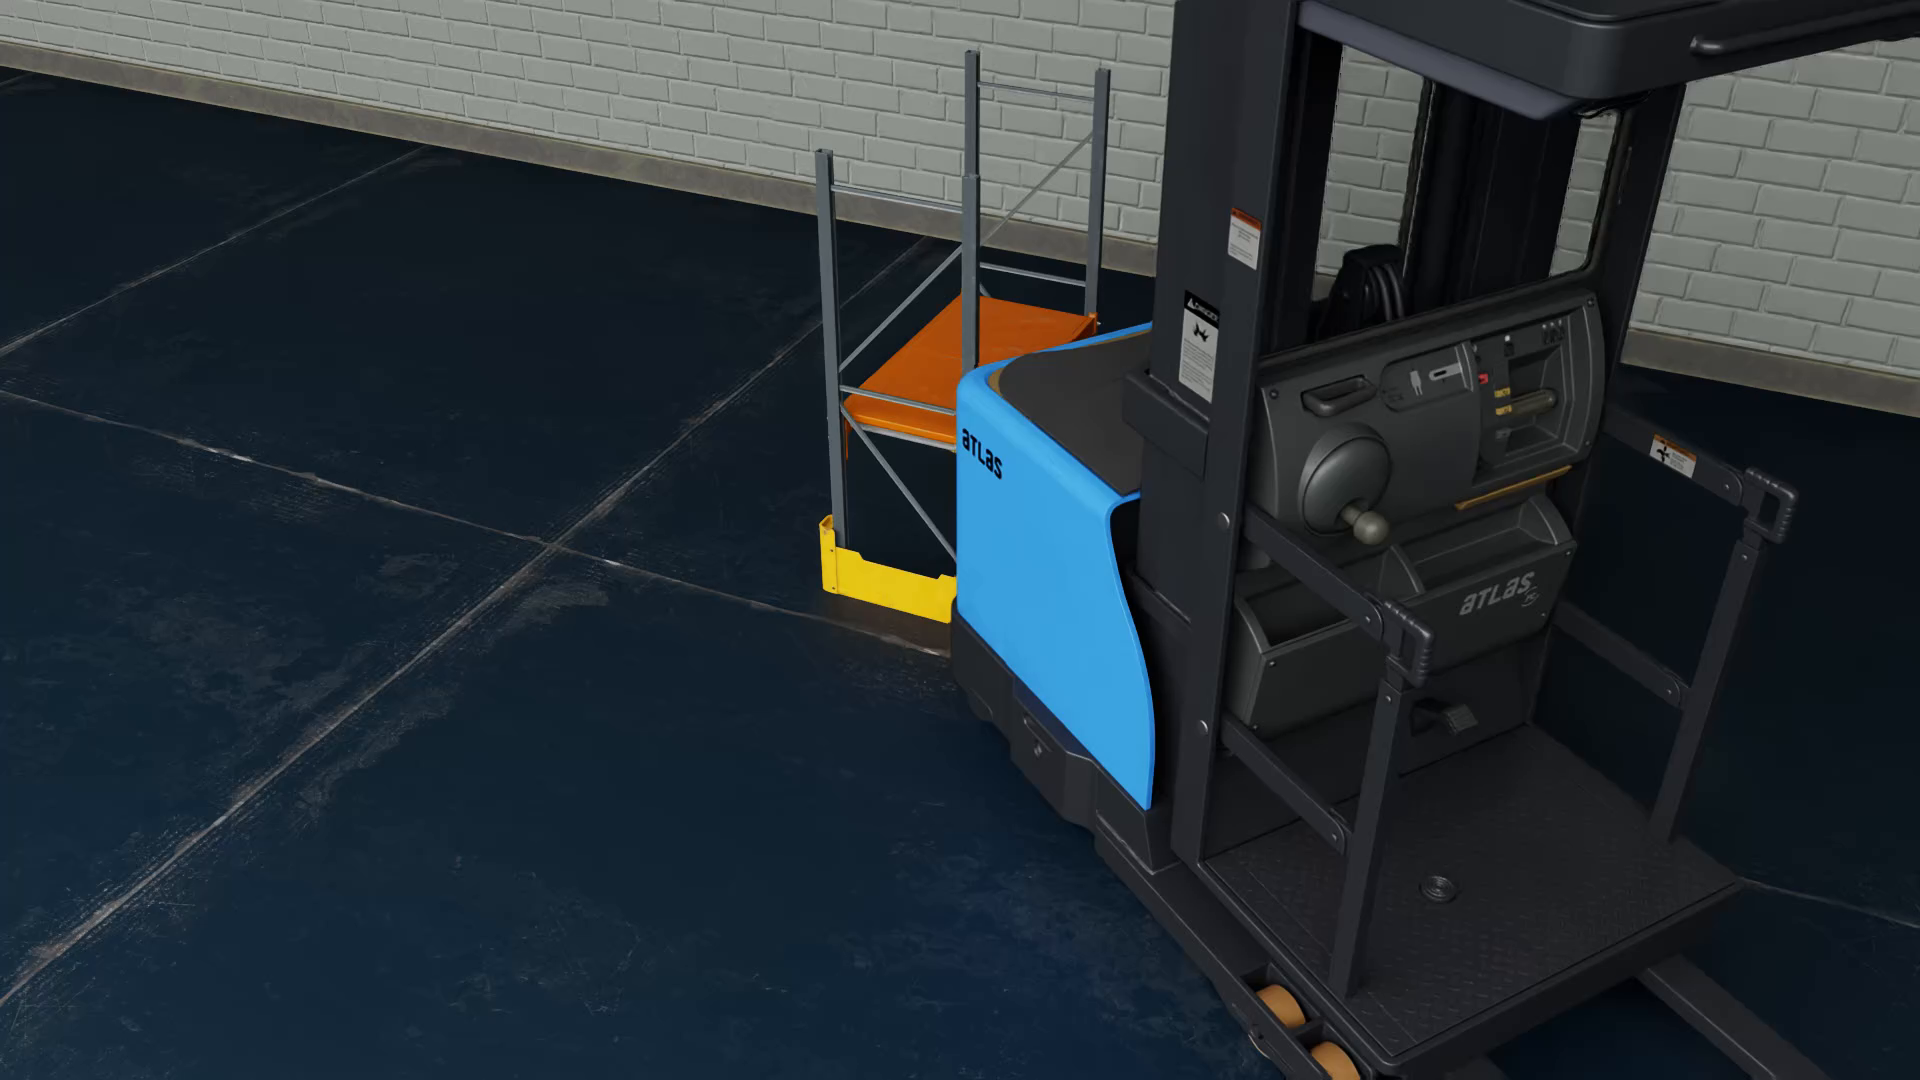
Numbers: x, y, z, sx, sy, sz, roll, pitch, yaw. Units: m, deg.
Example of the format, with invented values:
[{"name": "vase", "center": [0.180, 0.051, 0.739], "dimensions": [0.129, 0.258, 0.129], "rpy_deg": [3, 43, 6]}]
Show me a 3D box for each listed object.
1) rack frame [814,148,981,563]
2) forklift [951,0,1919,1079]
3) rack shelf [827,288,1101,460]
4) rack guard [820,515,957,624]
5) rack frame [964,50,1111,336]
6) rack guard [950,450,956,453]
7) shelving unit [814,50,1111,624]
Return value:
[{"name": "rack frame", "center": [-0.177, -0.417, 5.017], "dimensions": [0.500, 1.500, 0.032], "rpy_deg": [14, 36, 20]}, {"name": "forklift", "center": [1.130, -0.208, 3.394], "dimensions": [1.130, 2.935, 3.031], "rpy_deg": [-17, 37, -24]}, {"name": "rack shelf", "center": [0.036, -0.519, 5.502], "dimensions": [0.538, 0.185, 1.000], "rpy_deg": [14, 36, 20]}, {"name": "rack guard", "center": [-0.176, 0.106, 5.361], "dimensions": [0.587, 0.250, 0.087], "rpy_deg": [14, 36, 20]}, {"name": "rack frame", "center": [0.248, -0.923, 5.790], "dimensions": [0.500, 1.500, 0.032], "rpy_deg": [14, 36, 20]}, {"name": "rack guard", "center": [0.240, -0.391, 6.118], "dimensions": [0.587, 0.250, 0.087], "rpy_deg": [14, 36, 20]}, {"name": "shelving unit", "center": [0.032, -0.665, 5.397], "dimensions": [0.587, 1.500, 1.083], "rpy_deg": [14, 36, 20]}]
